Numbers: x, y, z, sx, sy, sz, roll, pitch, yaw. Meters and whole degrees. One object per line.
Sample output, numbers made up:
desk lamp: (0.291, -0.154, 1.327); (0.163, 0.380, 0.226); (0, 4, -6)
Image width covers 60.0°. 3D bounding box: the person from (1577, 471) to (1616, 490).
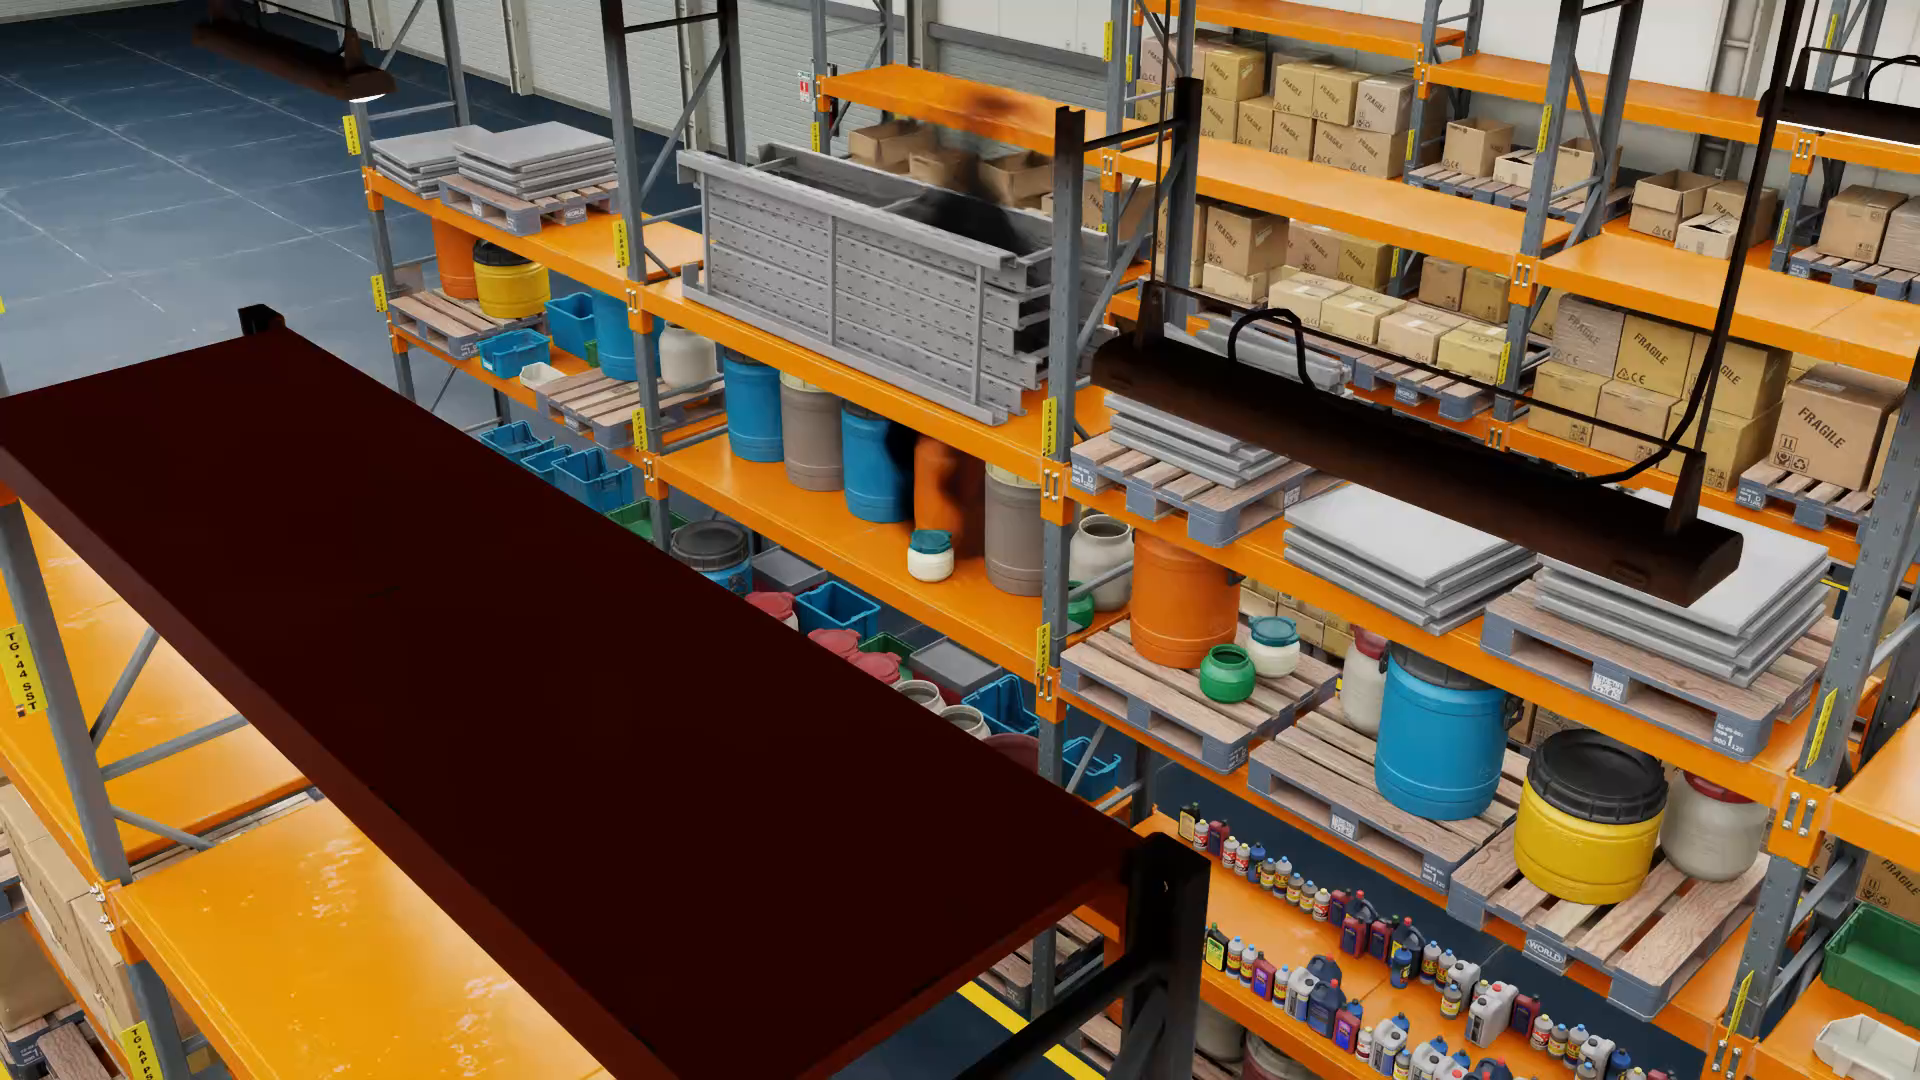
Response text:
person: (6.095, -0.424, 15.926); (0.531, 1.659, 0.616); (23, 36, 36)
